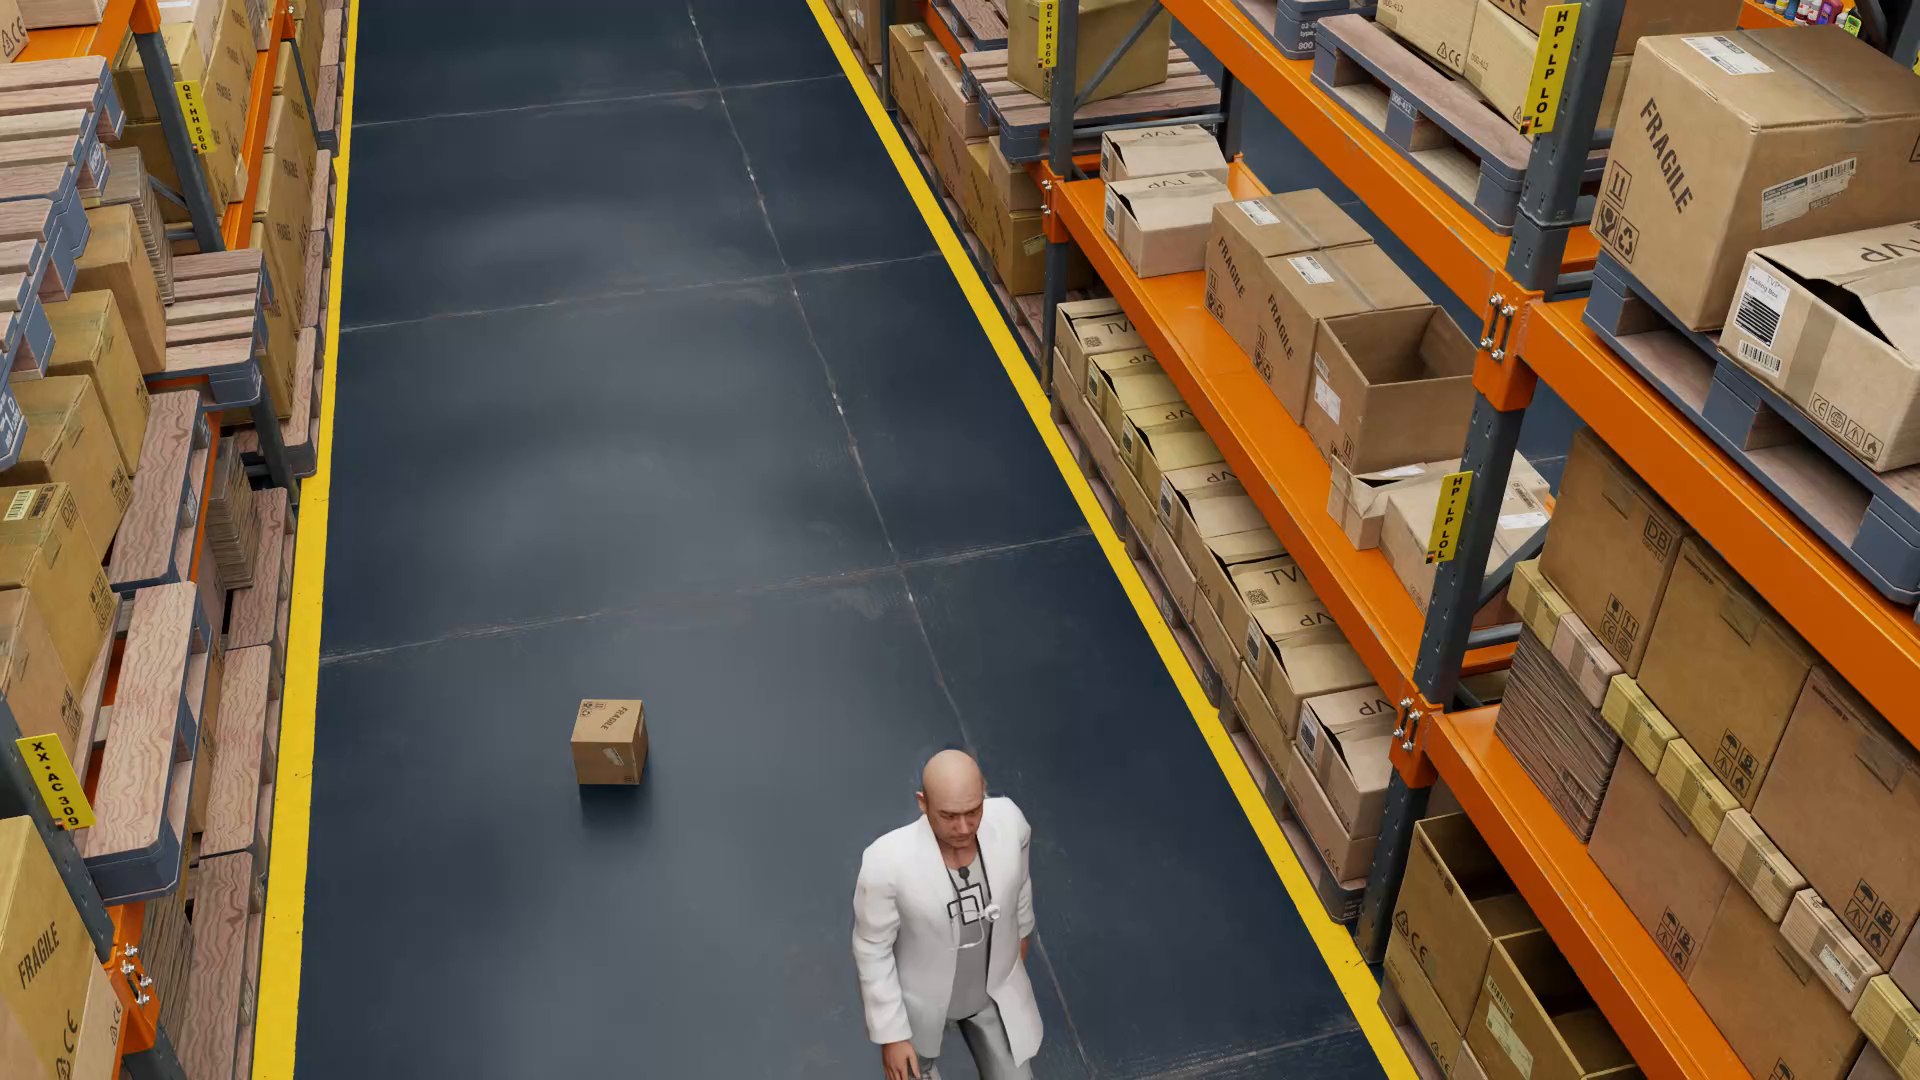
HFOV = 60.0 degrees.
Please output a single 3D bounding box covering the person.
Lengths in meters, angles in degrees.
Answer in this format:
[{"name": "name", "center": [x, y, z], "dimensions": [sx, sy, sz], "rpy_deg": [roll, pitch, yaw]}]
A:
[{"name": "person", "center": [0.010, 1.363, 4.939], "dimensions": [0.623, 1.728, 1.047], "rpy_deg": [-12, 39, -15]}]
